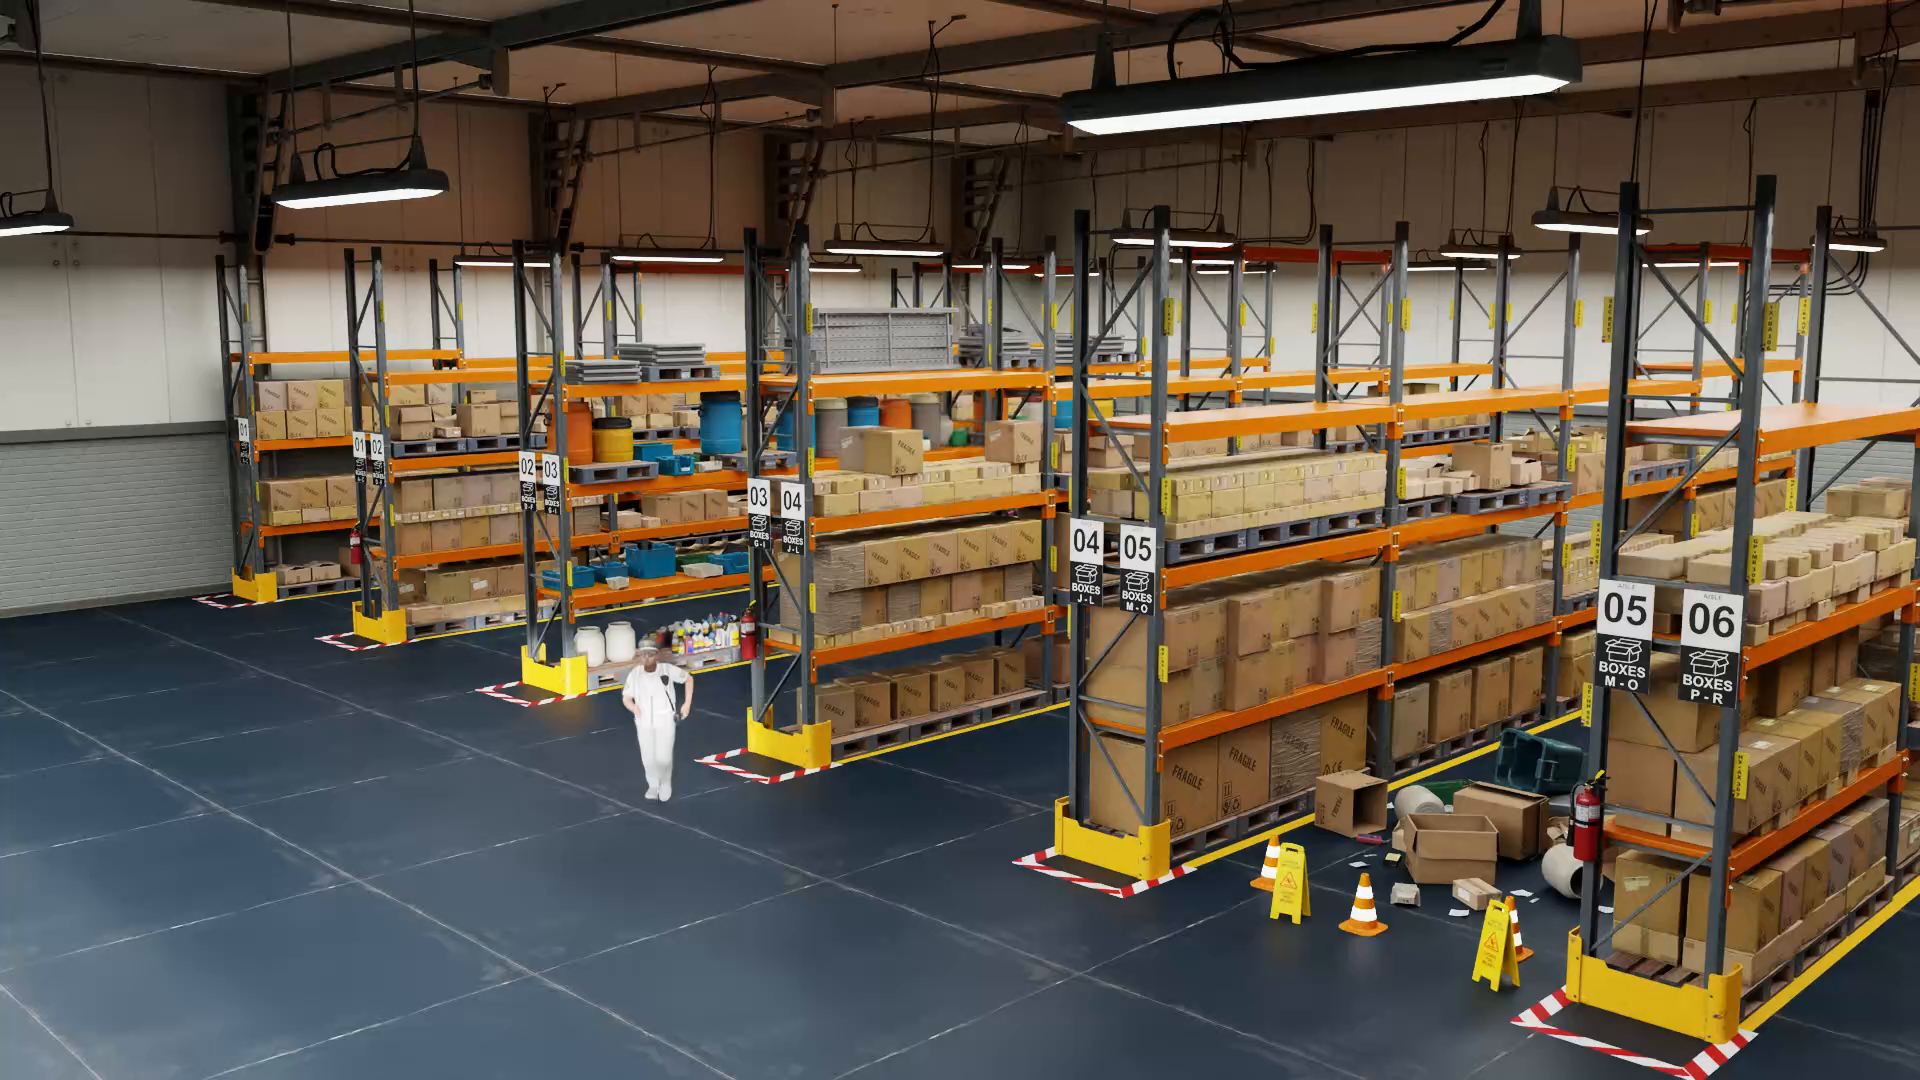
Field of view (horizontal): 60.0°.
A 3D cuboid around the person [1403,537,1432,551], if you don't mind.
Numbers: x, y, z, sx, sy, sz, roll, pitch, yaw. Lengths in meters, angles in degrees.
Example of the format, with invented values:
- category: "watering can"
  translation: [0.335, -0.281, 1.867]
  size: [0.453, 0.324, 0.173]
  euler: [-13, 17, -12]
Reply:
- category: "person"
  translation: [6.971, 0.691, 25.219]
  size: [0.707, 1.773, 1.070]
  euler: [7, 10, 39]

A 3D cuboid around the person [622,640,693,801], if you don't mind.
- category: "person"
  translation: [-3.125, 1.872, 17.134]
  size: [0.683, 1.738, 0.824]
  euler: [0, 8, 2]
